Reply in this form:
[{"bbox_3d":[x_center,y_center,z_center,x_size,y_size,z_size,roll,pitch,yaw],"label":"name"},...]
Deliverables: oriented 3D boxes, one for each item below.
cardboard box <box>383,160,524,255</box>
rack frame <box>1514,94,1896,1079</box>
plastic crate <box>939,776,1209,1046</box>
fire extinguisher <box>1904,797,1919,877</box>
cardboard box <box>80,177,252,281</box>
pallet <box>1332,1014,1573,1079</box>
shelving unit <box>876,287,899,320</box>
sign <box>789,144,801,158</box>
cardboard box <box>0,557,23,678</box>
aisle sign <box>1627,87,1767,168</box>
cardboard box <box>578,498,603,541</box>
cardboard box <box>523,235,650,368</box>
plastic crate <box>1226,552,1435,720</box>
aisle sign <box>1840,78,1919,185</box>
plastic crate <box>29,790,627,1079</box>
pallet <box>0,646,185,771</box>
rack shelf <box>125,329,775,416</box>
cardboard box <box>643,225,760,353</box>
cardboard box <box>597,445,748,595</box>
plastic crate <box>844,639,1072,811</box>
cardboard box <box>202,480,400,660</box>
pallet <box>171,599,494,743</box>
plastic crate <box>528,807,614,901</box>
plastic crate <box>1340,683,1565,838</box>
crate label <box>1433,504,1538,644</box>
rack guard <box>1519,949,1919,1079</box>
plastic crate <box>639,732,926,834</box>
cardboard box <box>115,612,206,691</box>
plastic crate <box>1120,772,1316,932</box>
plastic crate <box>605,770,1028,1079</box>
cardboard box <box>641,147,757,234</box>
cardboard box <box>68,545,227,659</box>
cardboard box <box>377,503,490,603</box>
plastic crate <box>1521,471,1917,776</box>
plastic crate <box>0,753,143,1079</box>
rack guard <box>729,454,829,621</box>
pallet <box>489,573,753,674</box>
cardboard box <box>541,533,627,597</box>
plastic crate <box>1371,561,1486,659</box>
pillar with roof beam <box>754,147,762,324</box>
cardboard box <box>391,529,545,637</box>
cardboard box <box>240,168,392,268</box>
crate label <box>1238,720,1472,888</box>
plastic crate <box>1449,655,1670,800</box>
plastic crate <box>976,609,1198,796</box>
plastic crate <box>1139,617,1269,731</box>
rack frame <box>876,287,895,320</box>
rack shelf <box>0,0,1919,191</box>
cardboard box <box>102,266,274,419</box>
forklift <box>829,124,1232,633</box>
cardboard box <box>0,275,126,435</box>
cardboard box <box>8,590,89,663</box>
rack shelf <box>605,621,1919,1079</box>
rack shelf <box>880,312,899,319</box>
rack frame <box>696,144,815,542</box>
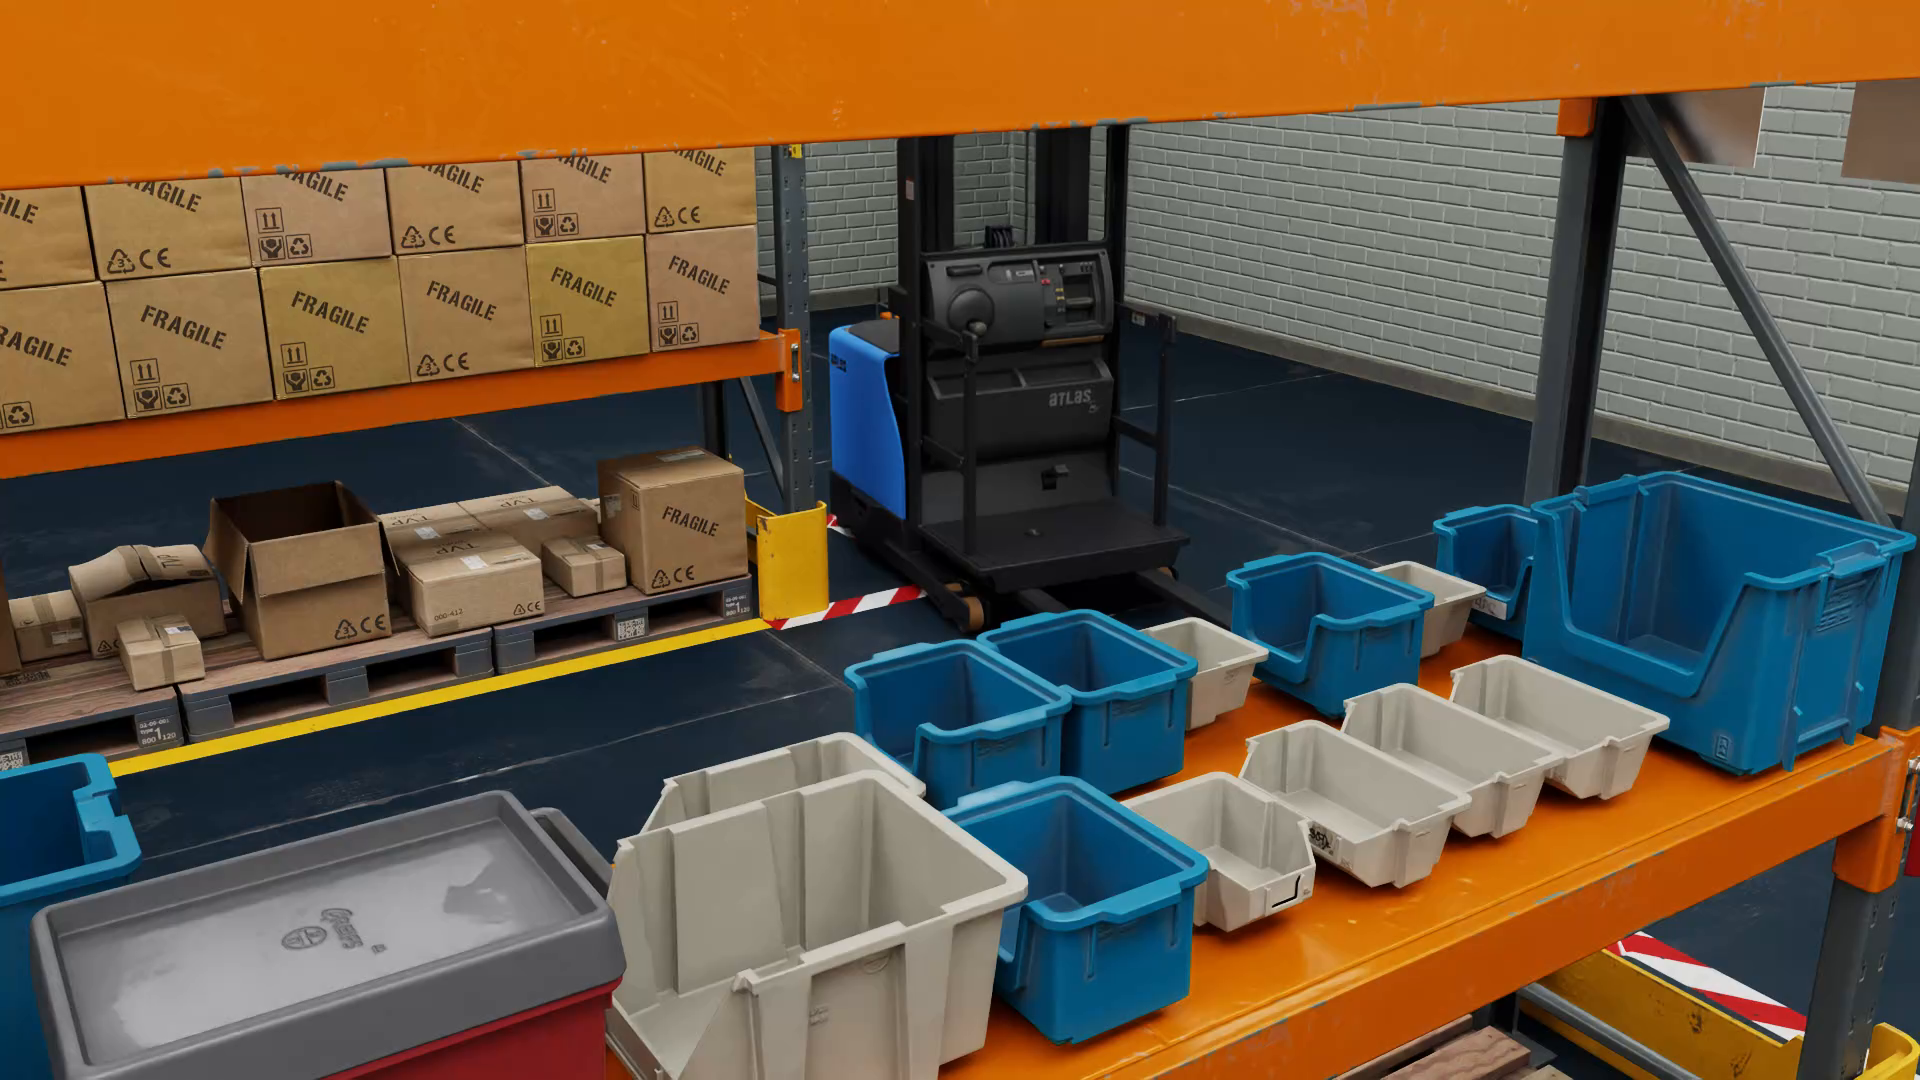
[{"bbox_3d":[-2.063,-1.427,6.565,0.500,0.500,0.500,-11,22,-30],"label":"cardboard box"},{"bbox_3d":[1.732,0.087,3.805,0.053,2.616,0.949,-12,22,-31],"label":"rack frame"},{"bbox_3d":[0.156,0.567,2.552,0.300,0.233,0.416,-12,22,-31],"label":"plastic crate"},{"bbox_3d":[2.106,0.394,3.599,0.183,0.674,0.296,-12,22,-31],"label":"fire extinguisher"},{"bbox_3d":[-2.923,-1.245,6.028,0.500,0.500,0.500,-13,22,-33],"label":"cardboard box"},{"bbox_3d":[1.020,1.542,3.855,1.213,0.211,1.003,-12,22,-31],"label":"pallet"},{"bbox_3d":[-0.181,-0.813,9.274,0.503,1.200,0.258,-8,20,-24],"label":"shelving unit"},{"bbox_3d":[-0.702,-1.786,7.043,0.005,0.325,0.100,-12,22,-31],"label":"sign"},{"bbox_3d":[-4.012,0.264,6.496,0.500,0.500,0.500,-12,22,-31],"label":"cardboard box"},{"bbox_3d":[1.627,-1.238,3.664,0.004,0.787,0.394,-12,22,-31],"label":"aisle sign"},{"bbox_3d":[-1.738,-0.080,8.035,0.250,0.166,0.380,-12,22,-31],"label":"cardboard box"},{"bbox_3d":[-1.647,-1.043,6.991,0.500,0.500,0.500,-12,22,-31],"label":"cardboard box"},{"bbox_3d":[0.793,0.208,3.614,0.300,0.233,0.416,-12,22,-31],"label":"plastic crate"},{"bbox_3d":[1.951,-1.080,3.197,0.004,0.787,0.394,-12,22,-31],"label":"aisle sign"},{"bbox_3d":[-0.727,0.641,1.971,0.583,0.464,0.402,-12,22,-31],"label":"plastic crate"},{"bbox_3d":[-3.758,0.665,6.448,1.213,0.211,1.003,-12,22,-31],"label":"pallet"},{"bbox_3d":[-2.661,-0.639,6.771,3.809,0.124,0.919,-12,22,-31],"label":"rack shelf"},{"bbox_3d":[-1.215,-1.136,7.264,0.500,0.500,0.500,-11,22,-30],"label":"cardboard box"},{"bbox_3d":[-1.310,-0.102,7.580,0.500,0.500,0.500,-12,22,-31],"label":"cardboard box"},{"bbox_3d":[-0.007,0.377,3.114,0.300,0.233,0.416,-12,22,-31],"label":"plastic crate"},{"bbox_3d":[-2.765,0.107,6.957,0.637,0.503,0.797,-12,22,-31],"label":"cardboard box"},{"bbox_3d":[-2.738,0.449,7.088,1.213,0.211,1.003,-12,22,-31],"label":"pallet"},{"bbox_3d":[-0.823,0.623,2.554,0.590,0.125,0.437,-12,22,-31],"label":"plastic crate"},{"bbox_3d":[0.899,0.421,3.133,0.243,0.136,0.396,-12,22,-31],"label":"plastic crate"},{"bbox_3d":[1.343,0.092,3.957,0.303,0.233,0.416,-12,22,-31],"label":"crate label"},{"bbox_3d":[1.743,1.262,4.231,0.348,0.500,1.175,-12,22,-31],"label":"rack guard"},{"bbox_3d":[-0.322,0.500,2.901,0.466,0.136,0.293,-12,22,-31],"label":"plastic crate"},{"bbox_3d":[-3.145,0.427,6.534,0.250,0.166,0.380,-12,22,-31],"label":"cardboard box"},{"bbox_3d":[0.442,0.534,2.799,0.250,0.136,0.298,-12,22,-31],"label":"plastic crate"},{"bbox_3d":[-0.234,0.598,2.383,0.530,0.282,0.437,-12,22,-31],"label":"plastic crate"},{"bbox_3d":[-1.211,-1.609,7.103,0.500,0.500,0.500,-12,22,-32],"label":"cardboard box"},{"bbox_3d":[-3.385,0.222,6.917,0.500,0.311,0.500,-12,22,-31],"label":"cardboard box"},{"bbox_3d":[-2.436,0.050,7.519,0.500,0.250,0.500,-12,22,-31],"label":"cardboard box"},{"bbox_3d":[1.553,0.149,3.470,0.499,0.435,0.616,-12,22,-31],"label":"plastic crate"},{"bbox_3d":[-1.408,0.596,2.230,0.575,0.384,0.392,-12,22,-31],"label":"plastic crate"},{"bbox_3d":[-1.054,-0.042,8.089,0.348,0.500,1.175,-12,22,-31],"label":"rack guard"},{"bbox_3d":[-1.720,0.235,7.720,1.213,0.211,1.003,-12,22,-31],"label":"pallet"},{"bbox_3d":[-1.697,0.103,7.494,0.250,0.166,0.380,-12,22,-31],"label":"cardboard box"},{"bbox_3d":[1.029,0.172,3.871,0.298,0.136,0.250,-12,22,-31],"label":"plastic crate"},{"bbox_3d":[0.428,-4.962,9.370,0.400,9.000,9.100,-12,22,-31],"label":"pillar with roof beam"},{"bbox_3d":[-2.120,0.175,7.149,0.500,0.250,0.500,-12,22,-31],"label":"cardboard box"},{"bbox_3d":[-2.492,-1.337,6.298,0.500,0.500,0.500,-11,22,-30],"label":"cardboard box"},{"bbox_3d":[0.680,0.477,2.968,0.243,0.136,0.396,-12,22,-31],"label":"crate label"},{"bbox_3d":[1.149,0.374,3.272,0.243,0.136,0.396,-12,22,-31],"label":"plastic crate"},{"bbox_3d":[0.243,0.324,3.271,0.300,0.233,0.416,-12,22,-31],"label":"plastic crate"},{"bbox_3d":[0.463,0.291,3.517,0.298,0.136,0.250,-12,22,-31],"label":"plastic crate"},{"bbox_3d":[-0.402,-0.780,9.176,0.015,1.200,0.240,-8,20,-24],"label":"rack frame"},{"bbox_3d":[0.060,-0.642,2.400,4.000,0.370,1.077,-12,22,-31],"label":"rack shelf"},{"bbox_3d":[-2.911,-0.778,6.207,0.500,0.500,0.500,-12,22,-32],"label":"cardboard box"},{"bbox_3d":[0.378,-1.128,7.505,1.130,2.935,3.031,-8,20,-24],"label":"forklift"},{"bbox_3d":[-3.330,-0.691,5.948,0.500,0.500,0.500,-11,22,-30],"label":"cardboard box"},{"bbox_3d":[-3.732,0.348,6.795,0.250,0.149,0.380,-12,22,-31],"label":"cardboard box"},{"bbox_3d":[0.060,0.779,2.881,4.000,0.370,1.077,-12,22,-31],"label":"rack shelf"},{"bbox_3d":[-0.182,-1.185,9.149,0.480,0.148,0.258,-8,20,-24],"label":"rack shelf"},{"bbox_3d":[-0.991,-1.240,7.729,0.127,3.000,1.000,-12,22,-31],"label":"rack frame"}]
